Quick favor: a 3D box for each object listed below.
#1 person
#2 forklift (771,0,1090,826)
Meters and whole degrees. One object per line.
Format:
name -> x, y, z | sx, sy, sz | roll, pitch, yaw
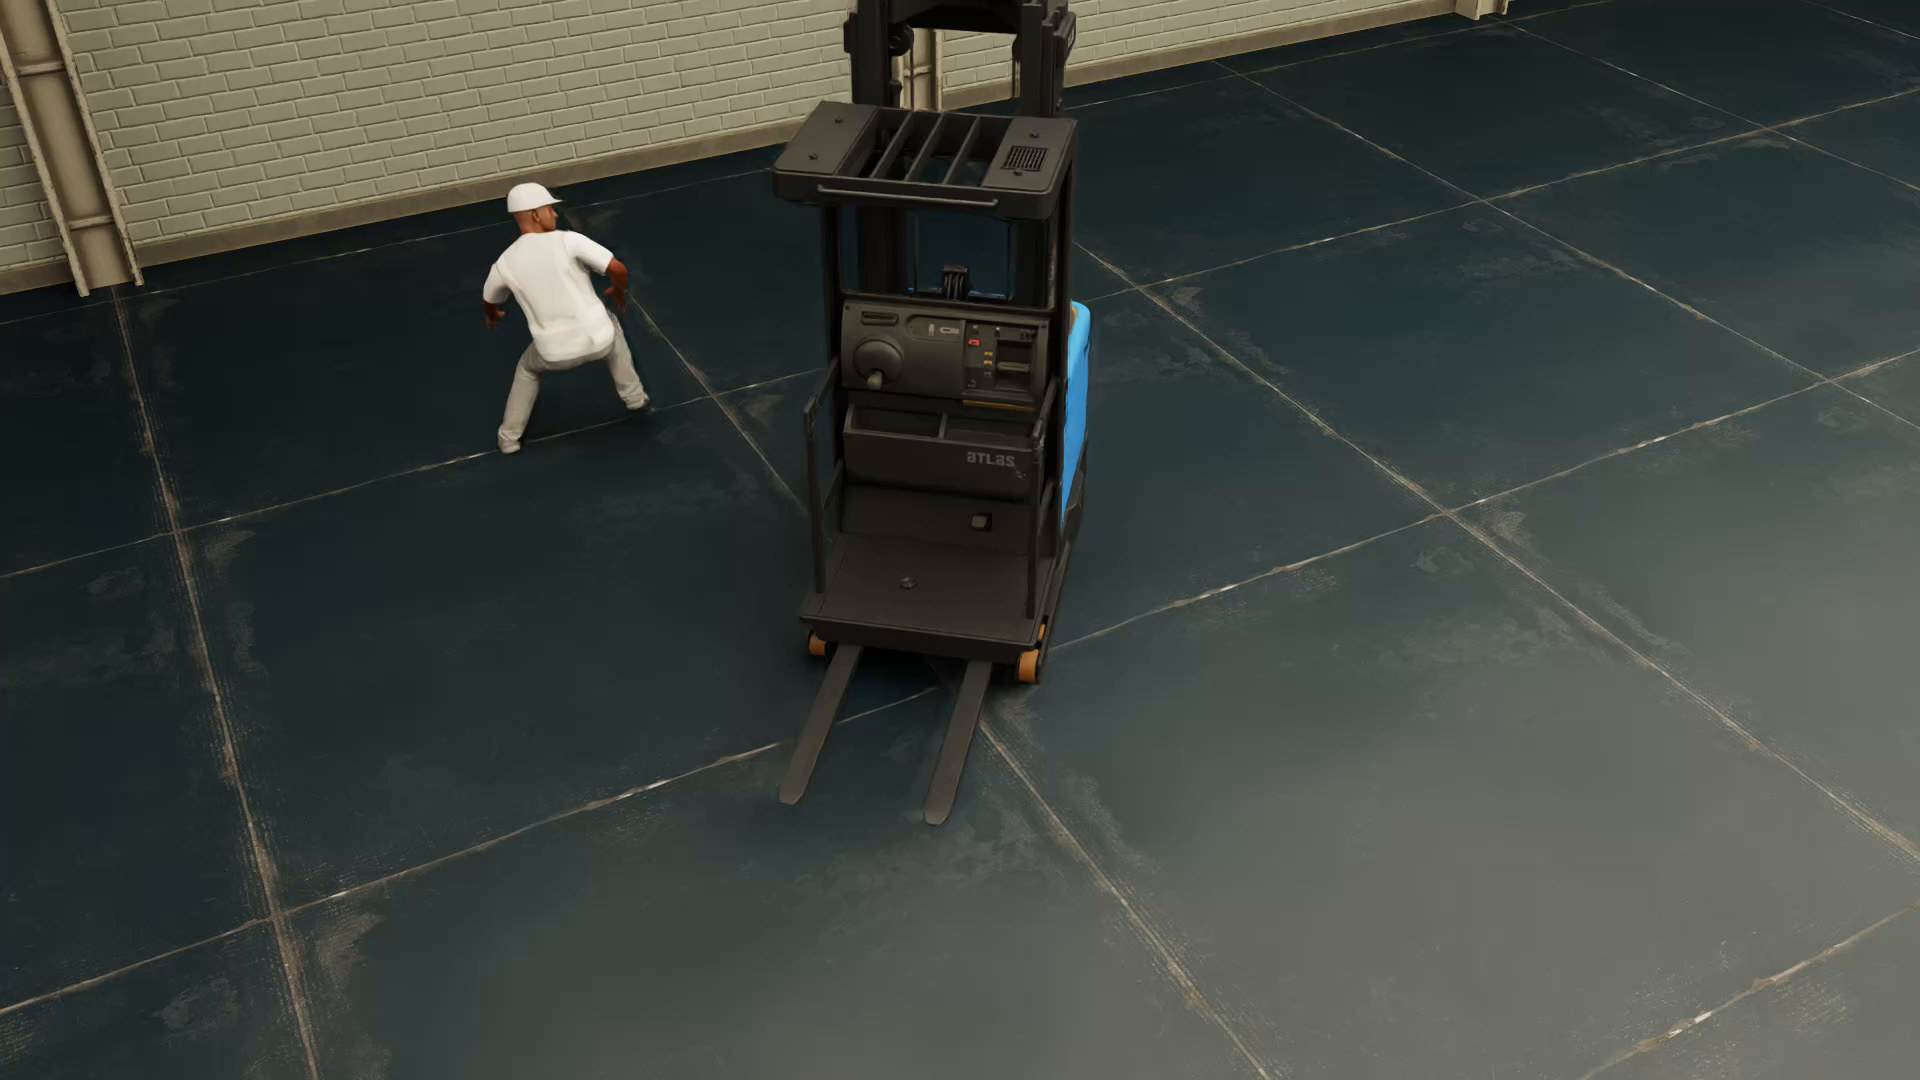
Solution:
person -> -2.217, -1.208, 9.124 | 0.887, 1.533, 0.716 | -6, 36, -8
forklift -> -0.111, -0.766, 7.206 | 1.130, 2.935, 3.031 | 7, 36, 9
